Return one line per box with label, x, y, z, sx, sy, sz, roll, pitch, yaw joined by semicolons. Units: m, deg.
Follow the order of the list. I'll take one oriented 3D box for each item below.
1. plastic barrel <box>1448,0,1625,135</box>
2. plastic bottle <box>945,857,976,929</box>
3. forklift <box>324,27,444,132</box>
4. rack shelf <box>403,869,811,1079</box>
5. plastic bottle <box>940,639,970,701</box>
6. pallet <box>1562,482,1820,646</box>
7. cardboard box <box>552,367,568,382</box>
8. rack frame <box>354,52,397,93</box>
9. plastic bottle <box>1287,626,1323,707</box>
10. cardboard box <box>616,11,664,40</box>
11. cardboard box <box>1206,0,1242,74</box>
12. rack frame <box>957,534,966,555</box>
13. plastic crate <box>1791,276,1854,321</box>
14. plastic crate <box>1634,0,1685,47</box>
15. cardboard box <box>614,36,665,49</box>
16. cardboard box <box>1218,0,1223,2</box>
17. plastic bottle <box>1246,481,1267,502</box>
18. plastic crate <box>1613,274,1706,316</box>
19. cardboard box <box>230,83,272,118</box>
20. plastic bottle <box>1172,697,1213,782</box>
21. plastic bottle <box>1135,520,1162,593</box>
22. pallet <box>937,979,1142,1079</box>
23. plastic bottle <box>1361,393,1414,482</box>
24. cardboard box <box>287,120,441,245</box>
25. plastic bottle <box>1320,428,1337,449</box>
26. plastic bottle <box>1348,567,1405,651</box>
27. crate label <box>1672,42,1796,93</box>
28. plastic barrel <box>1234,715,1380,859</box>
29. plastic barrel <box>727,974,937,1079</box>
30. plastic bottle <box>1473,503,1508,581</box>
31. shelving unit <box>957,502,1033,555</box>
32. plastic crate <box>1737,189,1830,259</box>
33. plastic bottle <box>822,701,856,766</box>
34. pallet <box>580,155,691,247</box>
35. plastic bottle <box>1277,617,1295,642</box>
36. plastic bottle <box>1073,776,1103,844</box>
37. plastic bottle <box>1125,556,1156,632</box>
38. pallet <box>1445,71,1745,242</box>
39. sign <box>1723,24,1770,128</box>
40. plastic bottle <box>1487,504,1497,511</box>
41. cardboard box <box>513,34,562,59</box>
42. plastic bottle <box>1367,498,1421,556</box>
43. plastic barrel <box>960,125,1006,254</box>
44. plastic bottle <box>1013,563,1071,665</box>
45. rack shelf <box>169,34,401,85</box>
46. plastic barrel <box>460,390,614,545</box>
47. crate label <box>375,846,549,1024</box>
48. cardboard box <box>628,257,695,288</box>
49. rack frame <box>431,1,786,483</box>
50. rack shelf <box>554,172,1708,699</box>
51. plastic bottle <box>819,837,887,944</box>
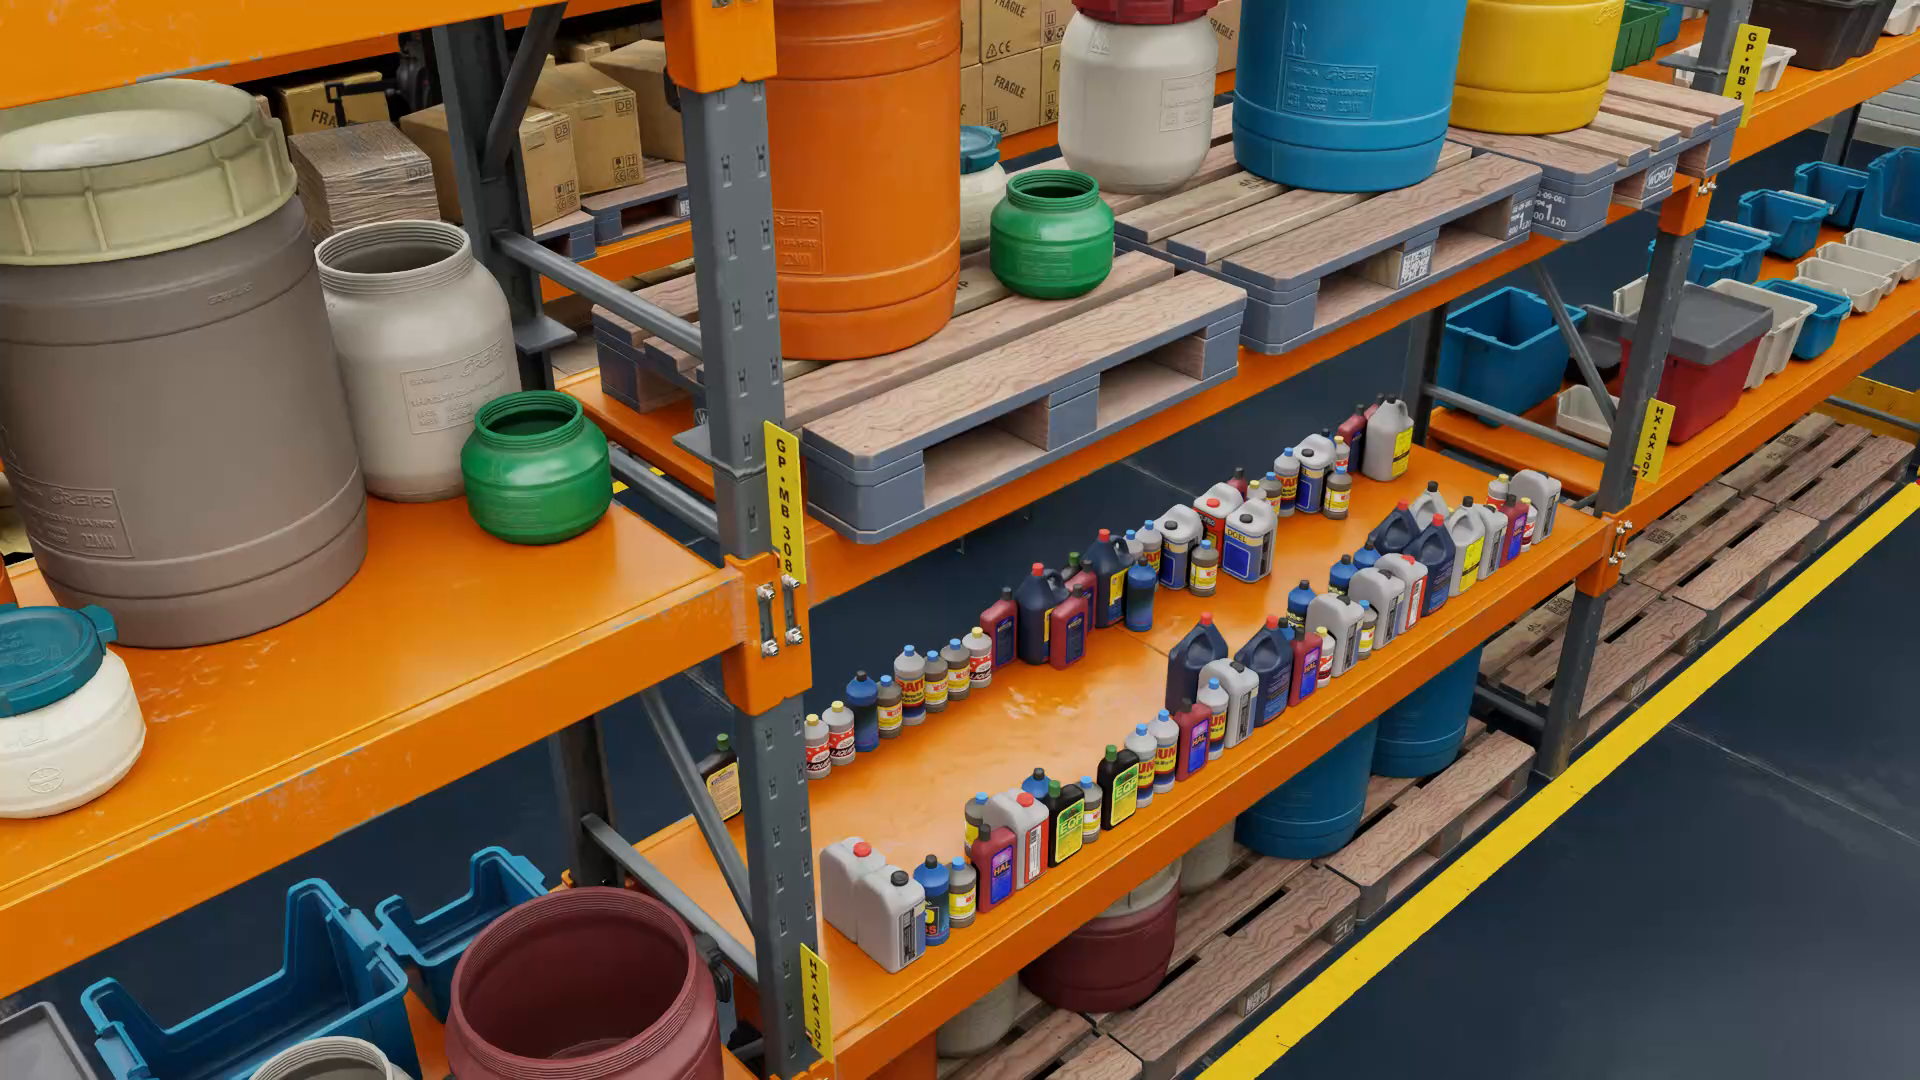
plastic barrel;1.685;-1.599;5.031;0.600;0.588;0.600;0;31;0
plastic bottle;-0.005;0.947;4.516;0.097;0.201;0.097;0;31;0
forklift;-3.747;-2.984;10.820;3.031;2.935;1.130;-14;34;-22
rack shelf;-2.183;1.974;3.336;4.000;0.370;1.077;-26;40;-35
plastic bottle;-0.016;0.413;5.390;0.097;0.201;0.097;0;31;0
pallet;3.624;0.018;8.519;1.213;0.211;1.003;-26;40;-35
cardboard box;-2.423;-0.663;8.933;0.500;0.500;0.500;-27;41;-37
rack frame;-4.520;-4.251;12.827;0.127;3.000;1.000;-26;40;-35
plastic bottle;1.102;0.390;5.349;0.133;0.283;0.061;-26;40;-35
cardboard box;-2.817;-4.535;14.662;0.250;0.149;0.380;-25;39;-35
cardboard box;1.641;-3.556;11.594;0.500;0.500;0.500;-24;39;-34
rack frame;-0.058;-0.484;8.391;0.015;1.200;0.240;-26;40;-35
plastic crate;4.060;-1.117;7.897;0.250;0.136;0.298;-26;40;-35
plastic crate;2.667;-2.115;6.618;0.300;0.233;0.416;-26;40;-35
cardboard box;-2.767;-4.140;14.639;0.500;0.500;0.700;-27;41;-37
cardboard box;1.645;-3.982;11.333;0.500;0.500;0.500;-26;40;-36
plastic bottle;1.103;-0.129;6.275;0.097;0.201;0.097;0;31;0
plastic crate;3.289;-1.107;7.880;0.466;0.136;0.293;-26;40;-35
cardboard box;-5.558;-2.916;12.302;0.750;0.750;0.750;-24;39;-34
plastic bottle;0.699;0.585;5.030;0.133;0.283;0.061;-26;40;-35
plastic bottle;0.665;0.053;5.911;0.097;0.271;0.097;0;31;0
pallet;-0.167;1.852;5.520;1.213;0.211;1.003;-26;40;-35
plastic bottle;1.708;-0.425;6.617;0.185;0.351;0.144;-26;40;-35
cardboard box;-2.896;-1.678;8.121;0.500;0.500;0.700;-18;36;-27
plastic bottle;1.416;-0.310;6.505;0.097;0.271;0.097;0;31;0
plastic bottle;1.411;0.211;5.648;0.135;0.276;0.152;-26;40;-35
crate label;2.772;-1.692;6.018;0.466;0.136;0.293;-26;40;-35
plastic barrel;1.287;0.692;6.351;0.708;0.901;0.600;-26;40;-35
plastic barrel;-0.370;1.524;5.060;0.708;0.830;0.600;-26;40;-35
plastic bottle;1.879;-0.015;6.019;0.135;0.276;0.152;-26;40;-35
shelving unit;0.121;-0.571;8.533;0.503;1.200;0.258;-26;40;-35
plastic crate;4.262;-1.639;8.658;0.300;0.233;0.416;-26;40;-35
plastic bottle;-0.372;0.585;5.108;0.097;0.201;0.097;0;31;0
pallet;-1.809;-2.034;9.385;1.213;0.211;1.003;-26;40;-35
plastic bottle;1.035;0.371;5.391;0.097;0.271;0.097;0;31;0
plastic bottle;0.361;0.770;4.805;0.097;0.201;0.097;0;31;0
plastic bottle;0.621;0.178;5.708;0.097;0.271;0.097;0;31;0
pallet;1.708;-1.345;5.380;1.003;0.211;1.213;-26;40;-35
sign;2.589;-1.534;5.499;0.005;0.325;0.100;-26;40;-35
plastic bottle;1.942;-0.037;6.126;0.097;0.201;0.097;0;31;0
cardboard box;-3.565;-4.173;14.070;0.250;0.149;0.380;-27;41;-37
plastic bottle;1.531;0.021;5.887;0.185;0.351;0.144;-26;40;-35
plastic barrel;-0.030;-0.879;4.166;0.301;0.262;0.301;0;31;0
plastic bottle;0.273;0.226;5.552;0.185;0.351;0.144;-26;40;-35
rack shelf;-5.986;-3.235;11.854;4.000;0.370;1.077;-26;40;-35
plastic barrel;-0.863;-0.149;3.392;0.294;0.245;0.294;0;31;0
crate label;-1.280;1.035;4.343;0.416;0.233;0.303;-26;40;-35
cardboard box;-1.669;-1.400;10.139;0.500;0.500;0.500;27;41;37
rack frame;-0.717;-1.602;2.744;0.127;3.000;1.000;-26;40;-35
rack shelf;0.750;-0.725;4.874;4.000;0.370;1.077;-26;40;-35
plastic bottle;-0.283;0.922;4.485;0.135;0.276;0.152;-26;40;-35
